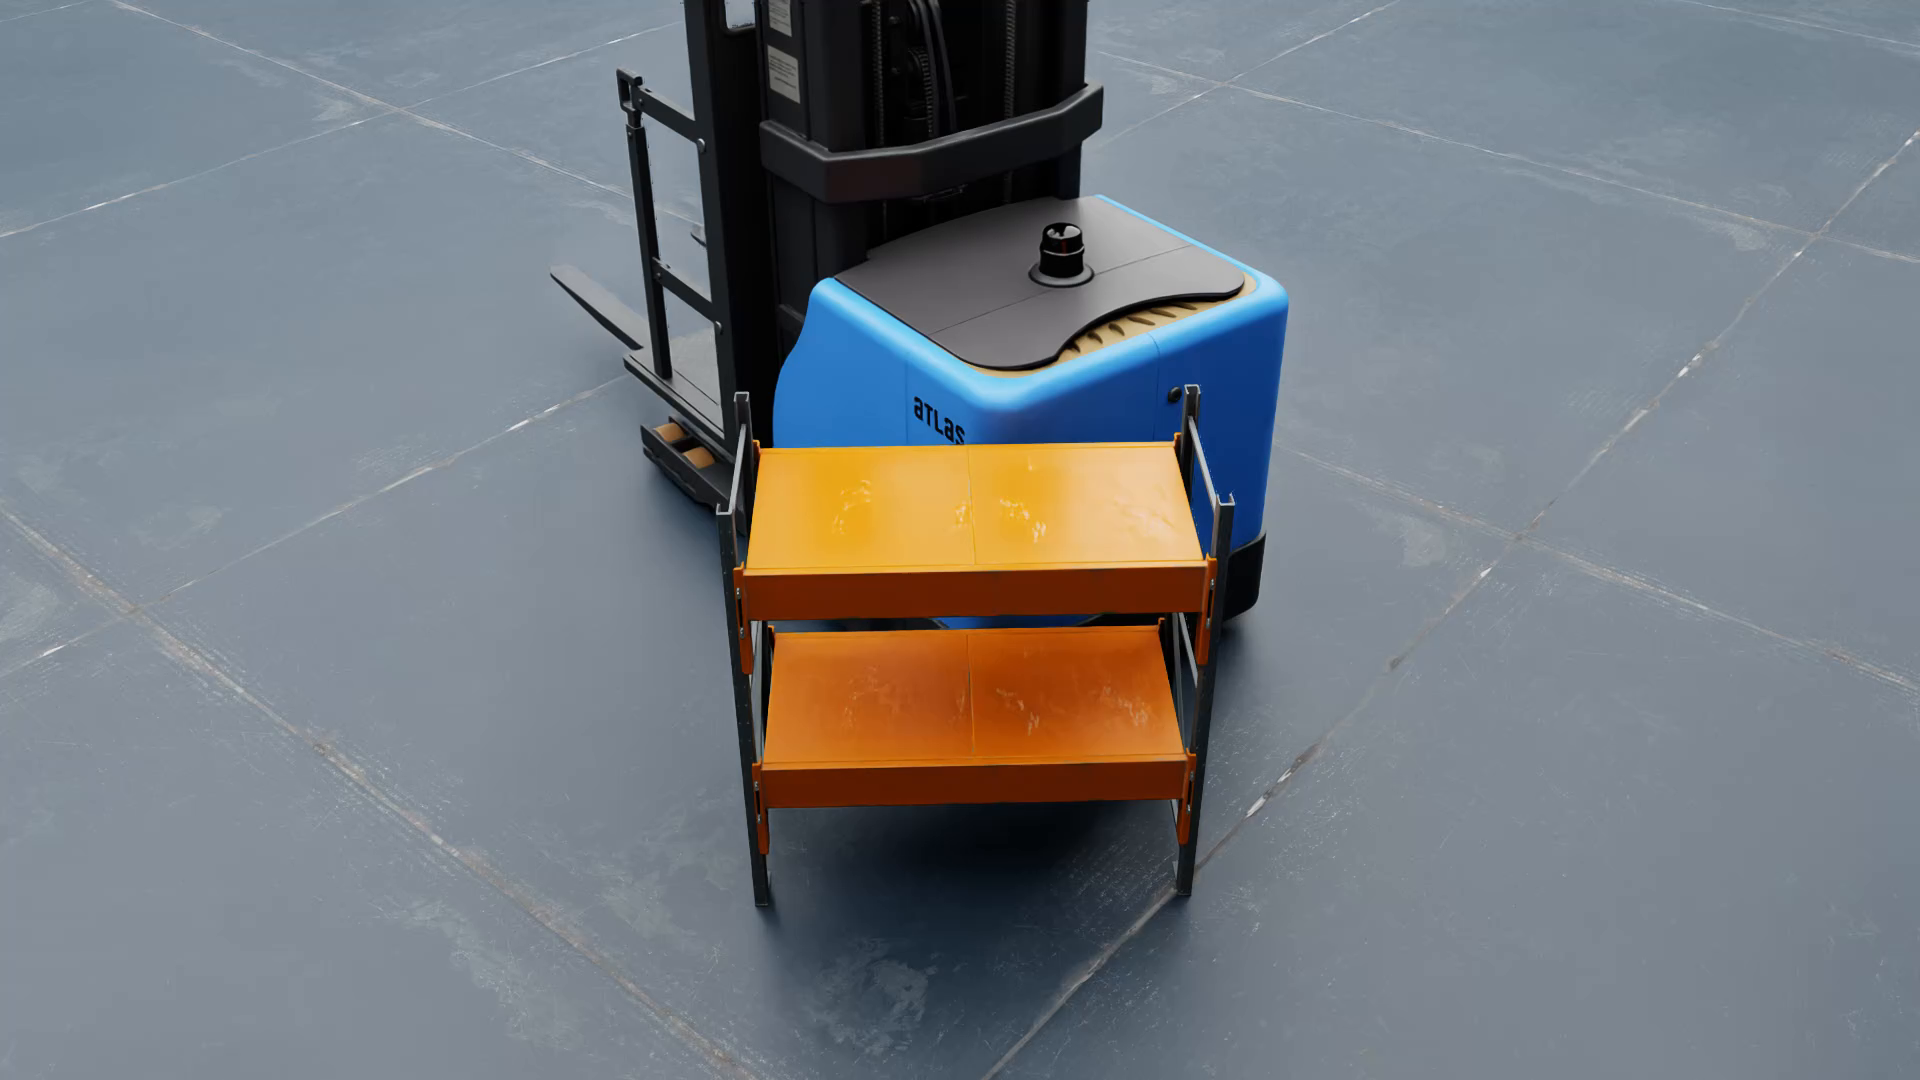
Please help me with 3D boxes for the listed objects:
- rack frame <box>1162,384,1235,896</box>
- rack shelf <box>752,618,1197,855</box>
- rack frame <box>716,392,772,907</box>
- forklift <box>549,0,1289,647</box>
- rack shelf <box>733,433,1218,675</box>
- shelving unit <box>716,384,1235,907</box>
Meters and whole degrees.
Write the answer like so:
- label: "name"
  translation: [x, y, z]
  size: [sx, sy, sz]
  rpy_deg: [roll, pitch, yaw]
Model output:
- label: "rack frame"
  translation: [0.533, 0.252, 3.890]
  size: [0.032, 1.125, 0.500]
  rpy_deg: [-1, 34, -2]
- label: "rack shelf"
  translation: [0.025, 0.463, 4.014]
  size: [1.000, 0.278, 0.538]
  rpy_deg: [-1, 34, -2]
- label: "rack frame"
  translation: [-0.483, 0.271, 3.862]
  size: [0.032, 1.125, 0.500]
  rpy_deg: [-1, 34, -2]
- label: "forklift"
  translation: [-0.405, -1.492, 4.833]
  size: [1.130, 2.935, 3.031]
  rpy_deg: [-23, 41, -29]
- label: "rack shelf"
  translation: [0.025, 0.020, 3.710]
  size: [1.000, 0.278, 0.538]
  rpy_deg: [-1, 34, -2]
- label: "shelving unit"
  translation: [0.025, 0.261, 3.876]
  size: [1.048, 1.125, 0.538]
  rpy_deg: [-1, 34, -2]
